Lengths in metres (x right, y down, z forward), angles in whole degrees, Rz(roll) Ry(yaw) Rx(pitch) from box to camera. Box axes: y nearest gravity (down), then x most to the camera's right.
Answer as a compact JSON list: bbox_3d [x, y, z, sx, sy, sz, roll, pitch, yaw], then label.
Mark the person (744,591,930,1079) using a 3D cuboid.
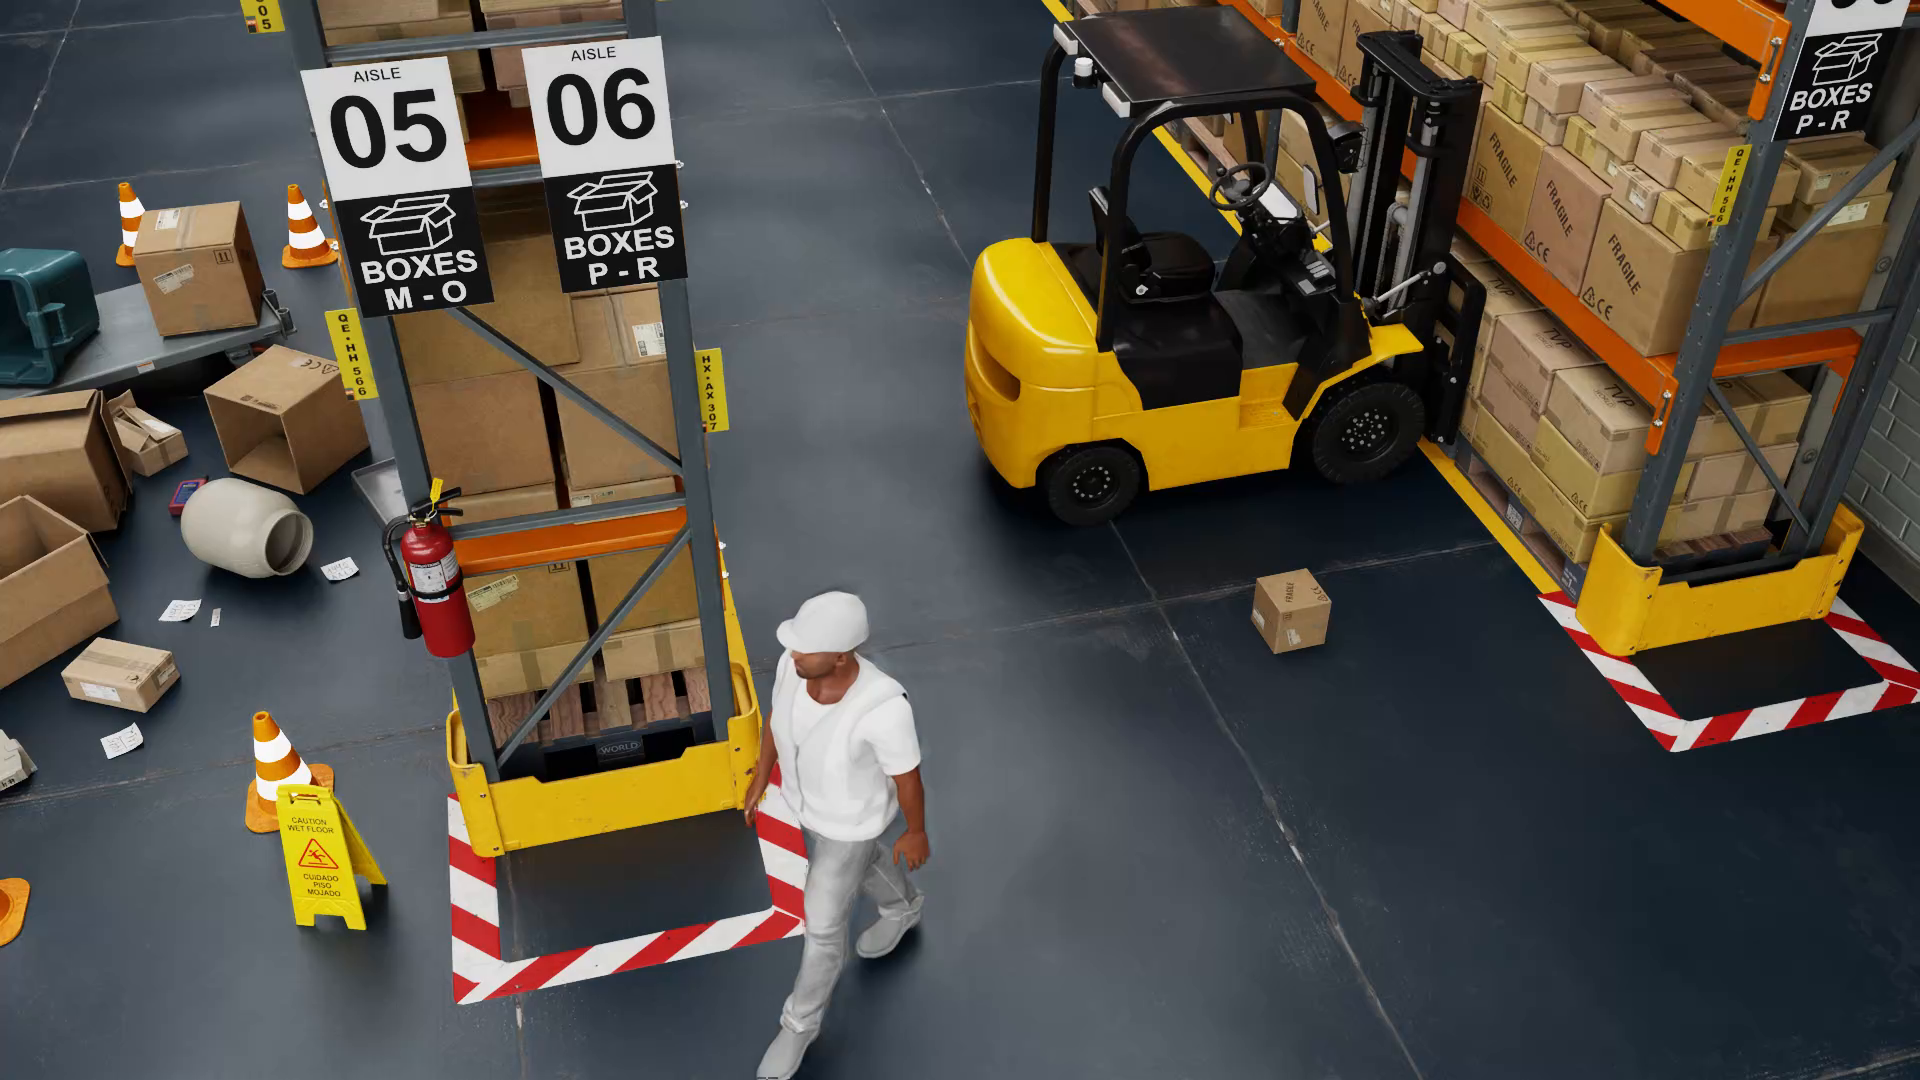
[{"bbox_3d":[-0.478,0.908,5.502,0.909,1.728,0.615,-29,46,-32],"label":"person"}]
